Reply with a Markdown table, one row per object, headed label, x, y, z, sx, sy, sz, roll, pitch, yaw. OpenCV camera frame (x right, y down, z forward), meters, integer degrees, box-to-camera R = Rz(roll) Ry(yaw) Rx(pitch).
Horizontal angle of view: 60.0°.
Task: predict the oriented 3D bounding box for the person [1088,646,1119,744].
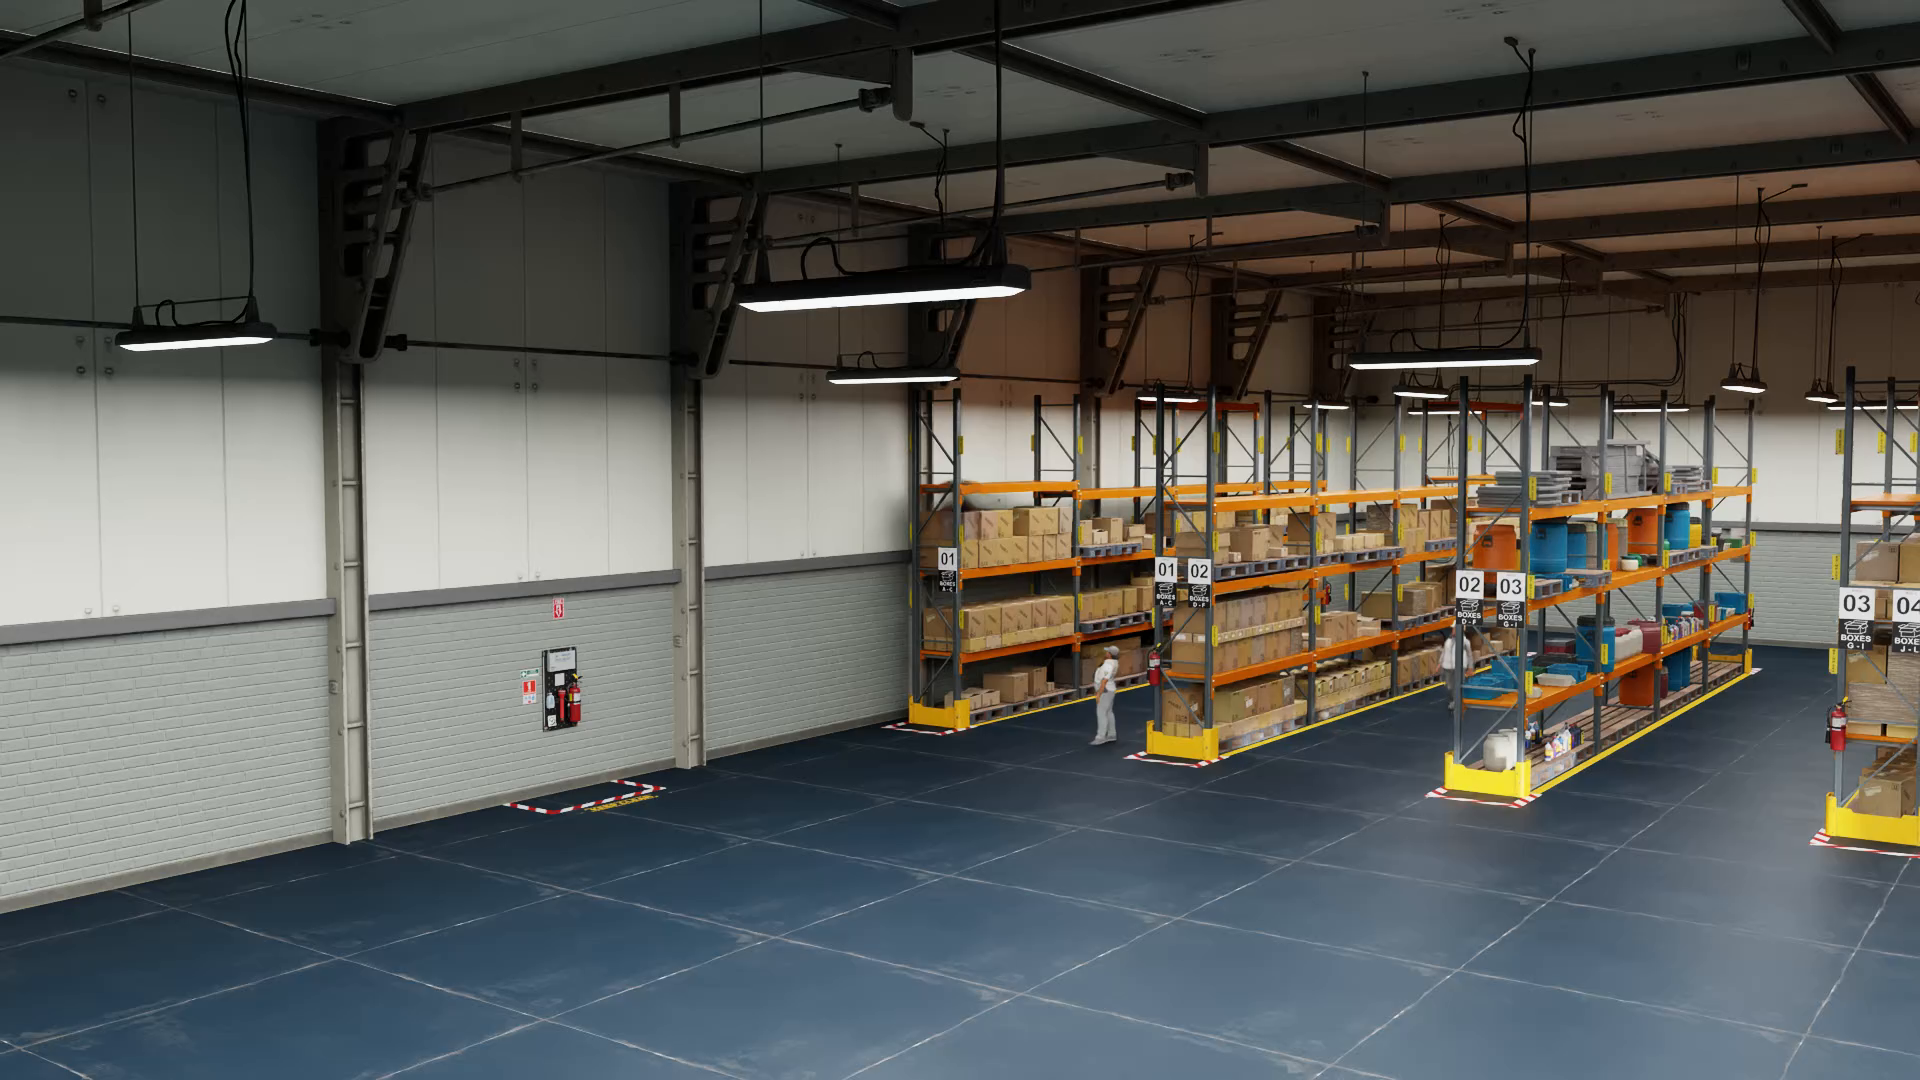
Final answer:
| label | x | y | z | sx | sy | sz | roll | pitch | yaw |
| --- | --- | --- | --- | --- | --- | --- | --- | --- | --- |
| person | 2.413 | 2.603 | 28.001 | 0.521 | 1.672 | 0.516 | 0 | 3 | 1 |

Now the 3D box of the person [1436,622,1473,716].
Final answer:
| label | x | y | z | sx | sy | sz | roll | pitch | yaw |
| --- | --- | --- | --- | --- | --- | --- | --- | --- | --- |
| person | 9.202 | 2.376 | 30.943 | 0.641 | 1.734 | 1.006 | 2 | 4 | 29 |
